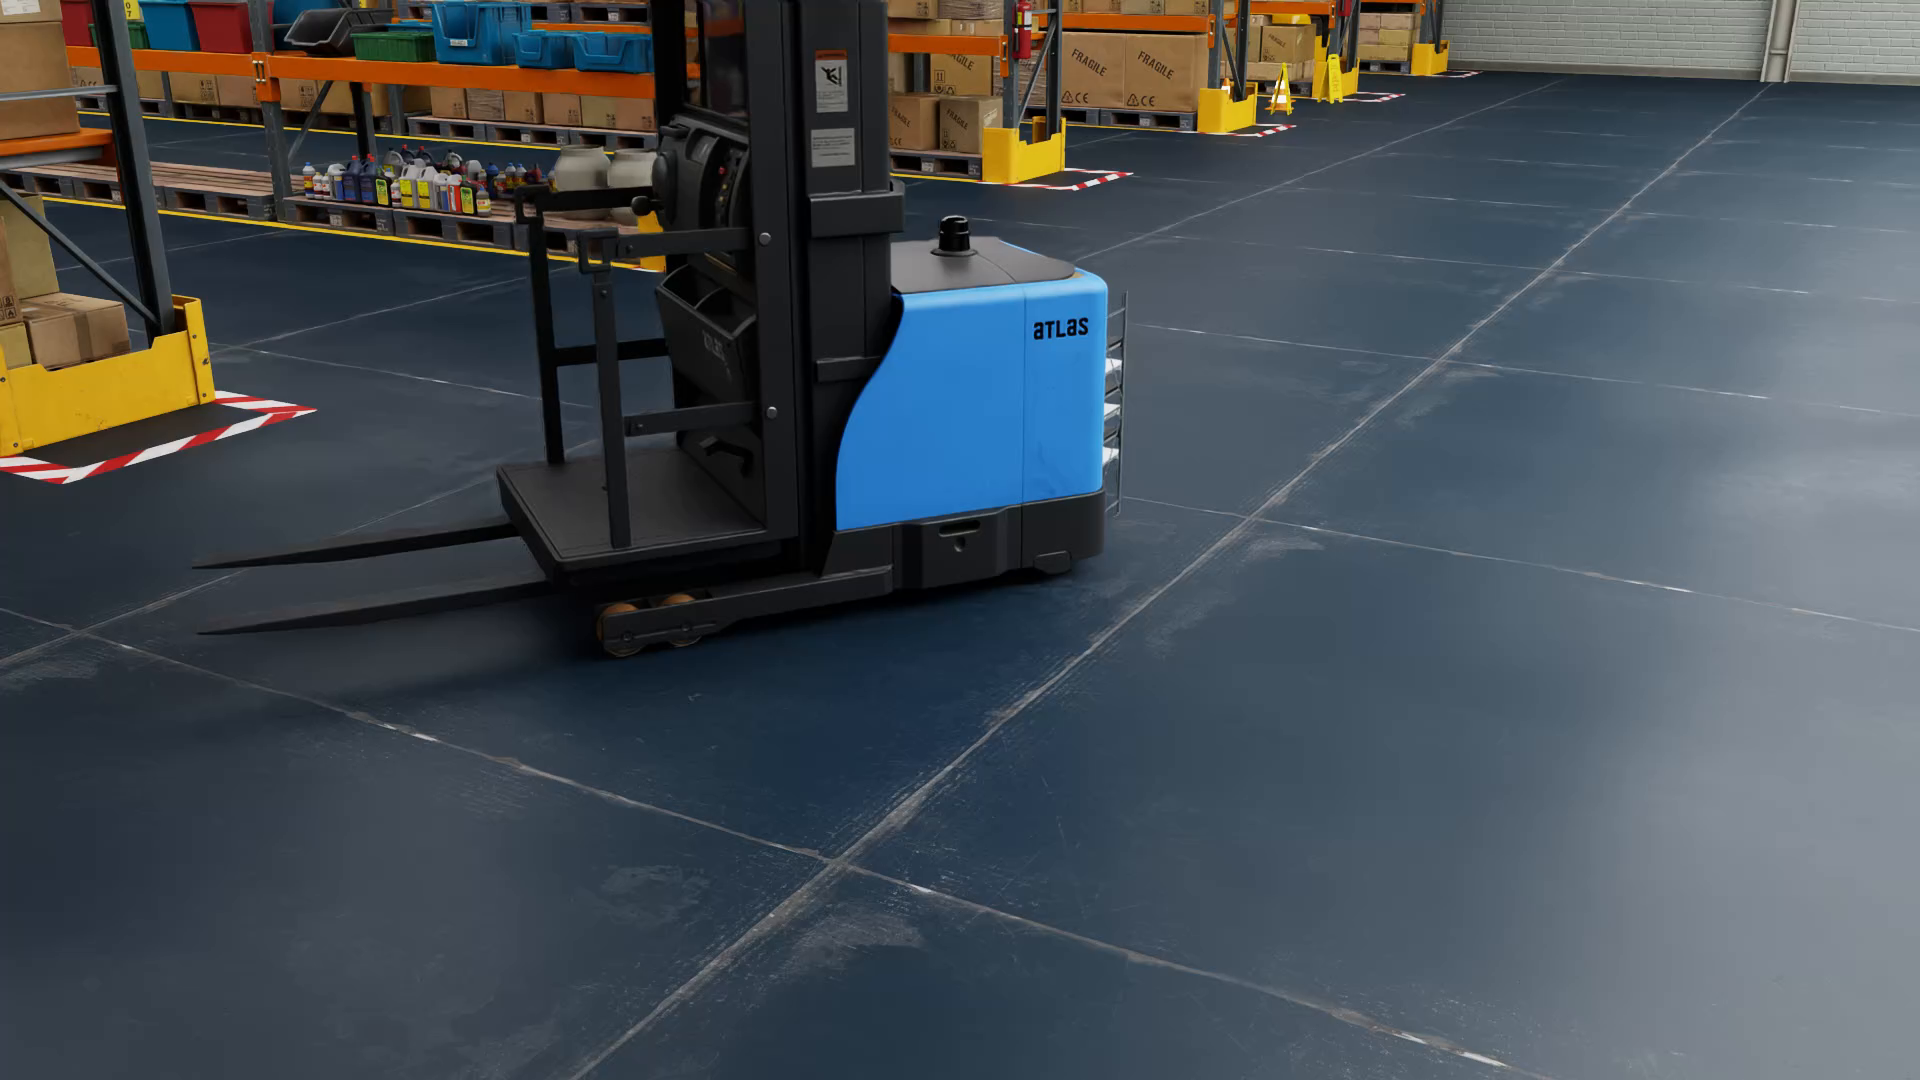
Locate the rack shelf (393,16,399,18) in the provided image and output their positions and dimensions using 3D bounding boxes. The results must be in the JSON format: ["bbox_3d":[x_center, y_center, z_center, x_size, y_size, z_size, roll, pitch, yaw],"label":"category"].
[{"bbox_3d":[-8.041,-6.247,20.244,4.000,0.370,1.077,11,23,27],"label":"rack shelf"}]

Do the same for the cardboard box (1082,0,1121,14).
[{"bbox_3d":[1.932,-6.717,20.262,0.550,0.550,0.875,11,23,27],"label":"cardboard box"}]

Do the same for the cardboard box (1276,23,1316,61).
[{"bbox_3d":[4.932,-7.350,24.546,0.500,0.500,0.500,10,22,26],"label":"cardboard box"}]

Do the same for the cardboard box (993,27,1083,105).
[{"bbox_3d":[1.008,-5.972,20.930,0.875,0.875,0.875,11,23,28],"label":"cardboard box"}]

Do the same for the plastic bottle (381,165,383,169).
[{"bbox_3d":[-4.750,-3.037,13.797,0.097,0.201,0.097,0,20,0],"label":"plastic bottle"}]

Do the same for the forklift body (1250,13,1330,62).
[{"bbox_3d":[5.394,-8.724,27.262,1.214,2.155,2.313,11,23,27],"label":"forklift body"}]

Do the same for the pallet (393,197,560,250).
[{"bbox_3d":[-3.583,-2.476,12.881,1.213,0.211,1.003,11,23,27],"label":"pallet"}]

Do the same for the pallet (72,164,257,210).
[{"bbox_3d":[-6.992,-3.124,14.668,1.213,0.211,1.003,11,23,27],"label":"pallet"}]

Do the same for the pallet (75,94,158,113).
[{"bbox_3d":[-11.482,-5.960,22.485,1.213,0.211,1.003,11,23,27],"label":"pallet"}]

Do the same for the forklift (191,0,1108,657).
[{"bbox_3d":[-1.035,-1.209,5.400,3.031,2.935,1.130,-9,22,-23],"label":"forklift"}]

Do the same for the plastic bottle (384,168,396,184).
[{"bbox_3d":[-4.405,-2.735,12.862,0.097,0.271,0.097,0,20,0],"label":"plastic bottle"}]

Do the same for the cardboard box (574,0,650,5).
[{"bbox_3d":[-3.428,-6.241,17.676,1.000,1.000,1.000,11,23,28],"label":"cardboard box"}]

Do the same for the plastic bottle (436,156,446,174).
[{"bbox_3d":[-4.186,-2.975,13.507,0.133,0.283,0.061,13,23,31],"label":"plastic bottle"}]

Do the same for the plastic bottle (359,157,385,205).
[{"bbox_3d":[-4.551,-2.786,12.885,0.185,0.351,0.144,10,22,25],"label":"plastic bottle"}]

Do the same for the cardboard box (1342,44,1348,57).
[{"bbox_3d":[6.513,-8.411,28.571,0.500,0.250,0.500,11,23,28],"label":"cardboard box"}]

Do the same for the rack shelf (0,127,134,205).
[{"bbox_3d":[-5.891,-1.968,8.448,4.000,0.370,1.077,11,23,27],"label":"rack shelf"}]

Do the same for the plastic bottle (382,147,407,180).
[{"bbox_3d":[-4.586,-3.011,13.505,0.185,0.351,0.144,11,23,27],"label":"plastic bottle"}]

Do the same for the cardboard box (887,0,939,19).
[{"bbox_3d":[-0.273,-5.256,15.874,0.500,0.500,0.875,11,23,27],"label":"cardboard box"}]

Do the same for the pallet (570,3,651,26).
[{"bbox_3d":[-3.399,-5.668,17.873,1.213,0.211,1.003,11,23,27],"label":"pallet"}]

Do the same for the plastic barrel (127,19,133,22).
[{"bbox_3d":[-7.341,-4.653,14.631,0.421,0.512,0.421,0,20,0],"label":"plastic barrel"}]

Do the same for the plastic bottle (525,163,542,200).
[{"bbox_3d":[-3.346,-2.815,13.066,0.133,0.283,0.061,11,23,28],"label":"plastic bottle"}]

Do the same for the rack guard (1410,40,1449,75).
[{"bbox_3d":[7.960,-8.172,28.160,0.348,0.500,1.175,11,23,27],"label":"rack guard"}]

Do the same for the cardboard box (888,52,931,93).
[{"bbox_3d":[-0.882,-6.264,21.918,0.750,0.750,1.050,11,23,27],"label":"cardboard box"}]

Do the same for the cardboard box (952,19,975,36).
[{"bbox_3d":[0.122,-4.832,15.656,0.250,0.149,0.380,11,23,27],"label":"cardboard box"}]

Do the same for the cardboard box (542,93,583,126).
[{"bbox_3d":[-4.224,-4.906,18.511,0.500,0.500,0.700,9,22,23],"label":"cardboard box"}]

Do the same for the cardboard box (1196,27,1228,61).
[{"bbox_3d":[3.801,-7.358,24.566,0.500,0.500,0.500,10,22,26],"label":"cardboard box"}]

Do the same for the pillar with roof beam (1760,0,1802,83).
[{"bbox_3d":[10.910,-10.276,21.497,0.400,9.000,9.100,11,23,27],"label":"pillar with roof beam"}]

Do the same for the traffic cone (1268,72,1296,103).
[{"bbox_3d":[4.517,-6.368,23.241,0.334,0.463,0.336,11,23,27],"label":"traffic cone"}]

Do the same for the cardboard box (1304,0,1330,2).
[{"bbox_3d":[5.091,-7.753,23.708,0.250,0.149,0.380,12,23,29],"label":"cardboard box"}]

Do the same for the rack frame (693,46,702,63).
[{"bbox_3d":[-2.803,-5.588,17.371,0.127,3.000,1.000,11,23,27],"label":"rack frame"}]

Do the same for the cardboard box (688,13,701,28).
[{"bbox_3d":[-2.550,-5.299,16.943,0.250,0.149,0.380,11,23,27],"label":"cardboard box"}]

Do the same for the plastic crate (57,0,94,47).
[{"bbox_3d":[-7.449,-4.449,14.137,0.583,0.464,0.402,11,23,27],"label":"plastic crate"}]

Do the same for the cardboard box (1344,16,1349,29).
[{"bbox_3d":[6.491,-8.874,28.379,0.500,0.250,0.500,11,23,28],"label":"cardboard box"}]

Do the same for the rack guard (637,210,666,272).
[{"bbox_3d":[-1.816,-2.272,11.894,0.348,0.500,1.175,11,23,27],"label":"rack guard"}]

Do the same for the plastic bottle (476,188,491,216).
[{"bbox_3d":[-3.544,-2.514,12.356,0.097,0.201,0.097,0,20,0],"label":"plastic bottle"}]

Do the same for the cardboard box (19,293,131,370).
[{"bbox_3d":[-4.505,-1.034,8.234,0.500,0.250,0.500,11,23,27],"label":"cardboard box"}]

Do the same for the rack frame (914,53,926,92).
[{"bbox_3d":[-0.296,-7.048,21.395,0.127,3.000,1.000,11,23,27],"label":"rack frame"}]

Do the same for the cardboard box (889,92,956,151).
[{"bbox_3d":[-0.387,-4.143,16.437,0.500,0.500,0.500,18,27,41],"label":"cardboard box"}]

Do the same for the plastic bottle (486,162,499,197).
[{"bbox_3d":[-3.721,-2.874,13.245,0.097,0.271,0.097,0,20,0],"label":"plastic bottle"}]

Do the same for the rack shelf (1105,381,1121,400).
[{"bbox_3d":[0.491,-0.558,6.417,0.200,0.077,0.258,10,22,25],"label":"rack shelf"}]

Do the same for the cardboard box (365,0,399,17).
[{"bbox_3d":[-6.847,-6.308,19.210,0.500,0.500,0.500,12,23,29],"label":"cardboard box"}]

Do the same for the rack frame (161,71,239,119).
[{"bbox_3d":[-9.787,-6.918,21.038,0.127,3.000,1.000,11,23,27],"label":"rack frame"}]

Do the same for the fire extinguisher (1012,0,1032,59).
[{"bbox_3d":[0.564,-4.730,15.119,0.183,0.674,0.296,11,23,27],"label":"fire extinguisher"}]

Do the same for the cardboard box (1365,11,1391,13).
[{"bbox_3d":[7.174,-8.944,28.574,0.500,0.250,0.500,11,23,27],"label":"cardboard box"}]

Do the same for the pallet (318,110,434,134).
[{"bbox_3d":[-6.947,-5.096,20.103,1.213,0.211,1.003,11,23,27],"label":"pallet"}]

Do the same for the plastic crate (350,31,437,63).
[{"bbox_3d":[-4.171,-3.704,12.488,0.662,0.188,0.450,11,23,27],"label":"plastic crate"}]

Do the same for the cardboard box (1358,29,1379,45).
[{"bbox_3d":[6.930,-8.565,28.262,0.500,0.250,0.500,11,22,27],"label":"cardboard box"}]

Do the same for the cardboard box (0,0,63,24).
[{"bbox_3d":[-4.383,-2.455,7.637,0.250,0.149,0.380,11,22,27],"label":"cardboard box"}]

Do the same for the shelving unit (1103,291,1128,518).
[{"bbox_3d":[0.491,-0.505,6.437,0.210,0.900,0.258,10,22,25],"label":"shelving unit"}]

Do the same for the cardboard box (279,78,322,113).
[{"bbox_3d":[-7.662,-5.723,20.243,0.875,0.875,1.225,11,23,27],"label":"cardboard box"}]

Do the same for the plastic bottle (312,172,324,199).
[{"bbox_3d":[-5.065,-2.804,13.155,0.097,0.201,0.097,0,20,0],"label":"plastic bottle"}]

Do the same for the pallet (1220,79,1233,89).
[{"bbox_3d":[3.703,-6.923,25.142,1.213,0.211,1.003,11,23,27],"label":"pallet"}]

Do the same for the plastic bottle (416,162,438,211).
[{"bbox_3d":[-4.018,-2.684,12.605,0.185,0.351,0.144,12,23,30],"label":"plastic bottle"}]

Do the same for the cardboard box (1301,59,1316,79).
[{"bbox_3d":[4.953,-6.994,24.664,0.500,0.250,0.500,11,22,27],"label":"cardboard box"}]
